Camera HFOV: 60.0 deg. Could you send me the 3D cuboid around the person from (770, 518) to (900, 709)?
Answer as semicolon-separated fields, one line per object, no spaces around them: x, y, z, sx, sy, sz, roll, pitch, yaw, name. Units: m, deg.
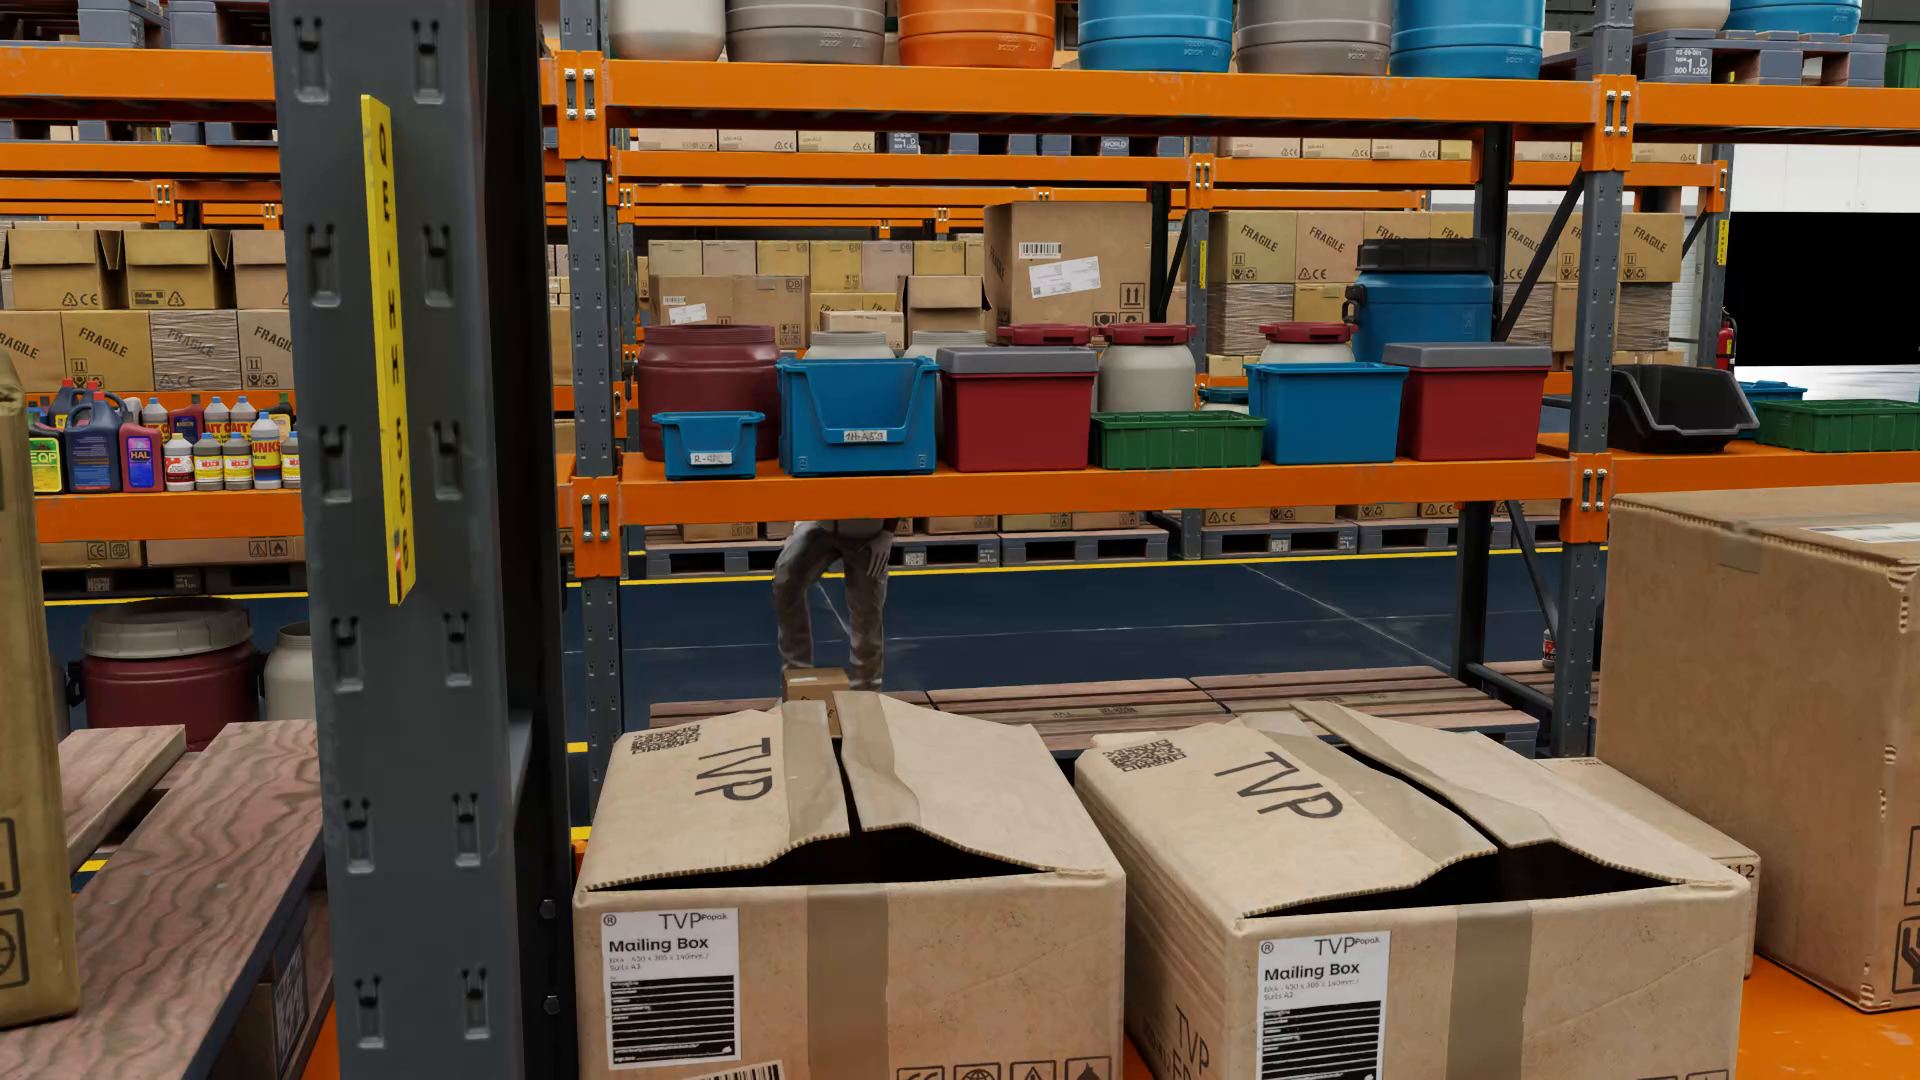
-0.526;-0.010;7.243;0.590;1.762;0.801;2;10;12;person
